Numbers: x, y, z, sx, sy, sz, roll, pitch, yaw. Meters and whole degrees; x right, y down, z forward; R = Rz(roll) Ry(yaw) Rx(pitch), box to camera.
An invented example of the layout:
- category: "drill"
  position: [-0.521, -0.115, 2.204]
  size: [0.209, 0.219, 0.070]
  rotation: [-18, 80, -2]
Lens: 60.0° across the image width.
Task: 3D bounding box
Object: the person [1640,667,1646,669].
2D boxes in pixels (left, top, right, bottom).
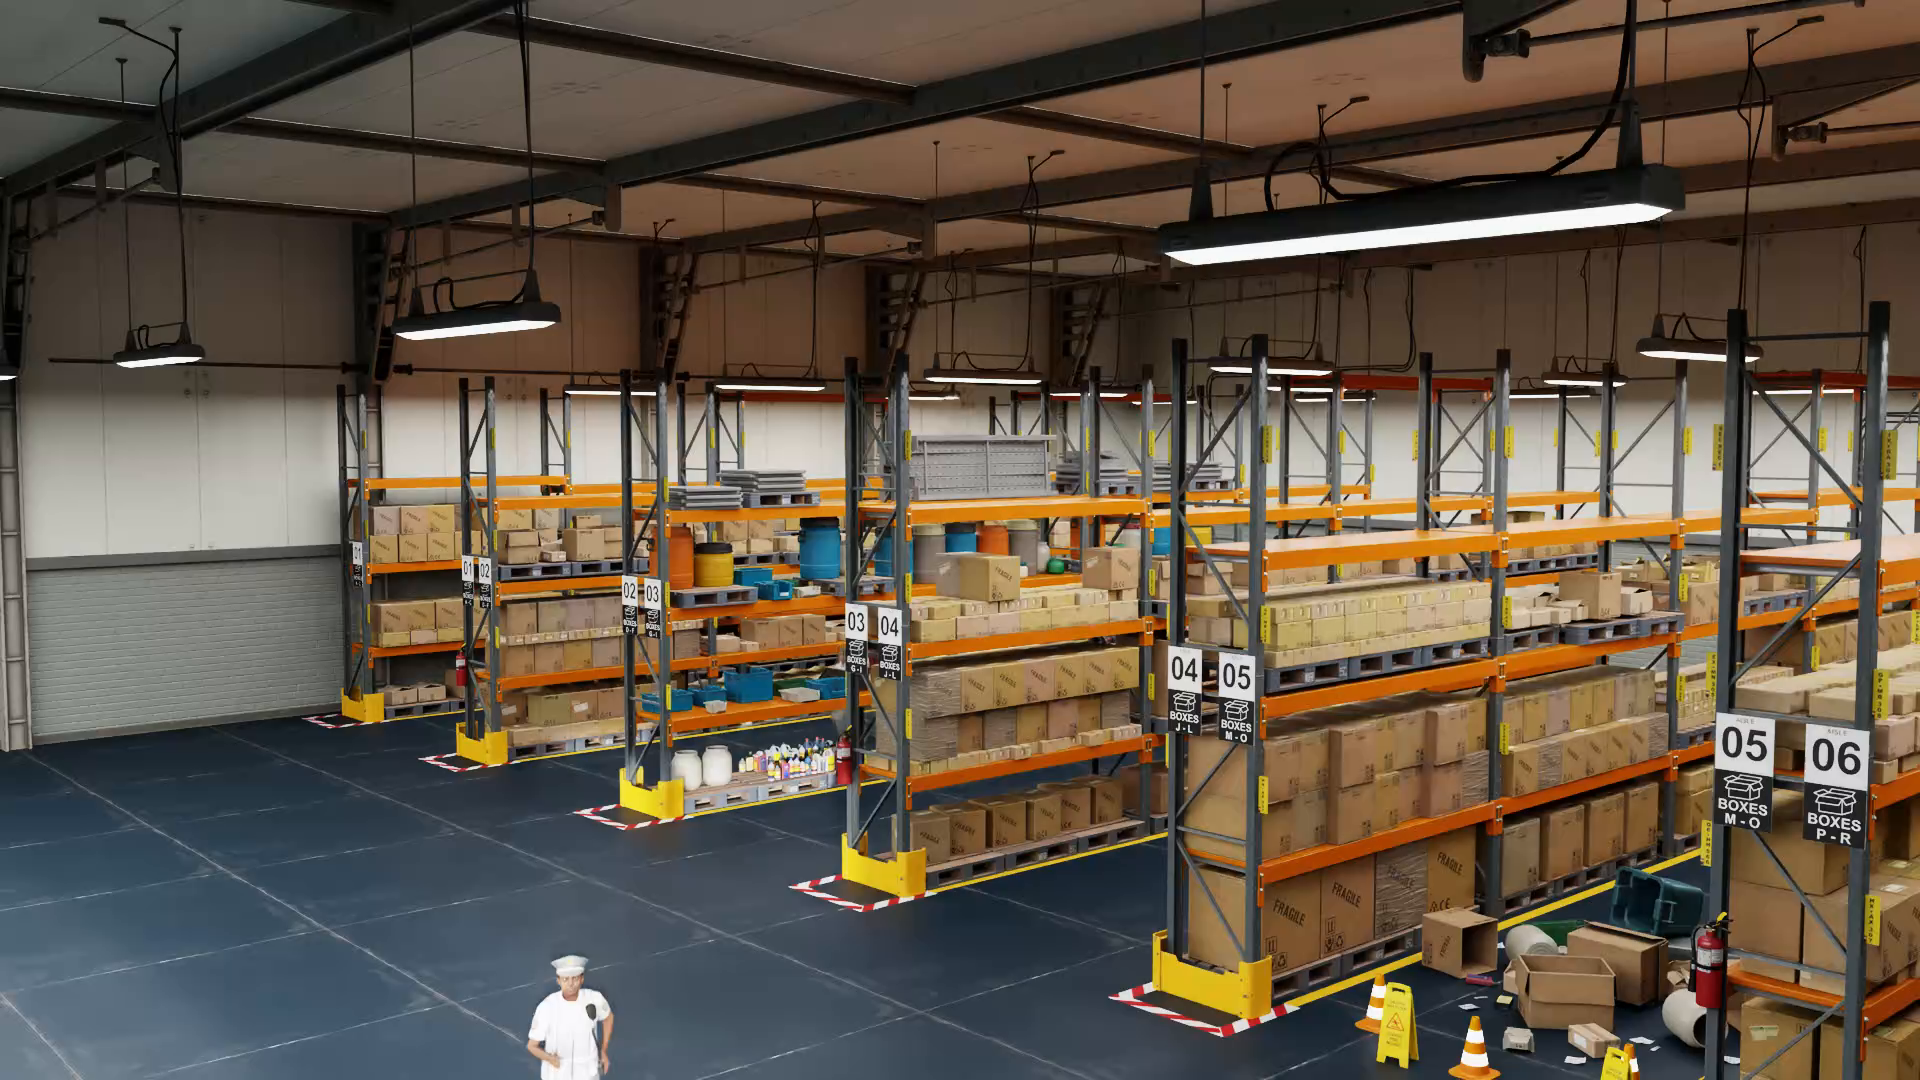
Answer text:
- category: "person"
  position: [9.974, 2.710, 24.312]
  size: [0.610, 1.717, 0.688]
  rotation: [-3, 5, -40]

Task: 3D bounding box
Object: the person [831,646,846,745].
- category: "person"
  position: [-1.871, 2.561, 27.305]
  size: [0.625, 1.657, 0.600]
  rotation: [3, 5, 40]

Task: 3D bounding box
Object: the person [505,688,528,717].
- category: "person"
  position: [-7.678, 2.471, 28.454]
  size: [0.538, 1.596, 0.844]
  rotation: [3, 5, 39]

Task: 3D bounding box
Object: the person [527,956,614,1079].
- category: "person"
  position: [-2.576, 3.578, 11.044]
  size: [0.579, 1.693, 0.924]
  rotation: [-1, 4, -16]
